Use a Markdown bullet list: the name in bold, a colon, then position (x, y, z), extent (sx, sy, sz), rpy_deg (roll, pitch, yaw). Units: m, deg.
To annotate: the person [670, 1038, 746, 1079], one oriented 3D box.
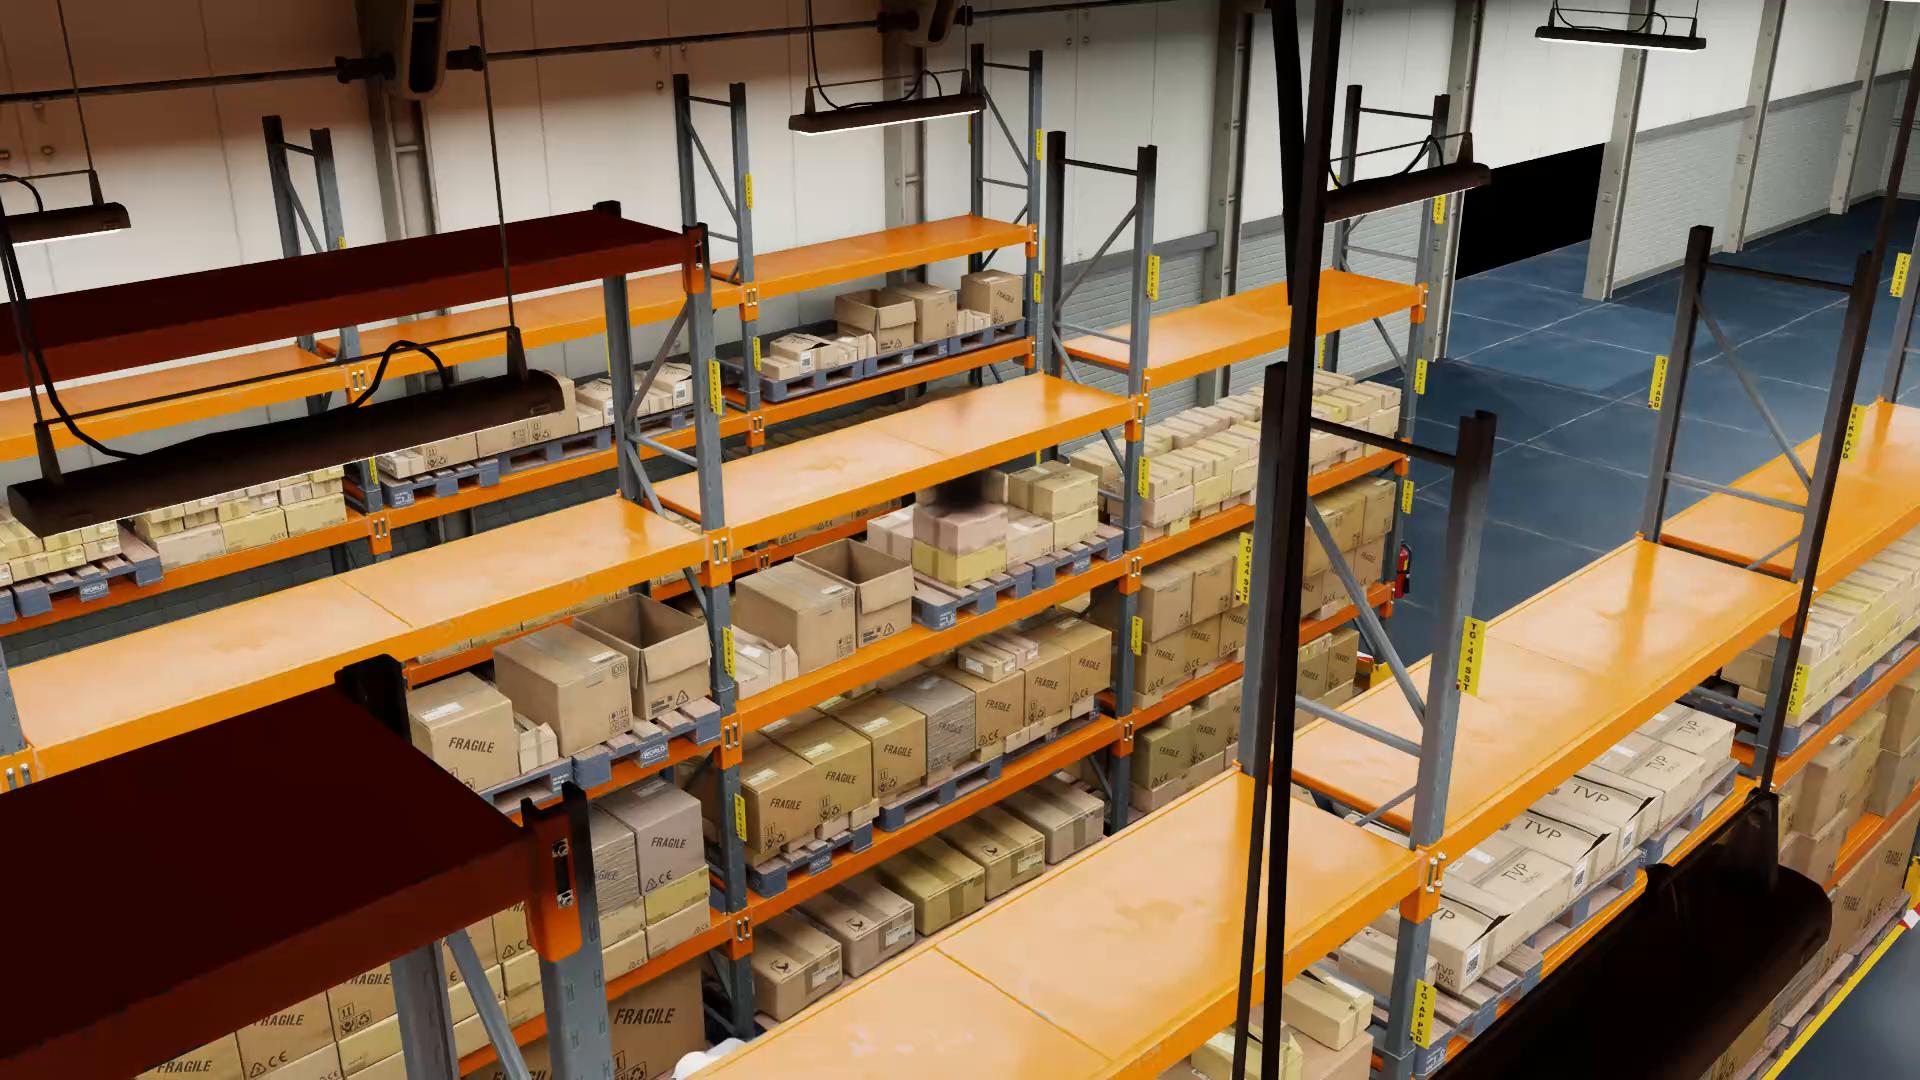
- **person**: position (-1.299, 3.594, 10.051), extent (1.110, 1.569, 0.664), rpy_deg (-17, 28, -35)
